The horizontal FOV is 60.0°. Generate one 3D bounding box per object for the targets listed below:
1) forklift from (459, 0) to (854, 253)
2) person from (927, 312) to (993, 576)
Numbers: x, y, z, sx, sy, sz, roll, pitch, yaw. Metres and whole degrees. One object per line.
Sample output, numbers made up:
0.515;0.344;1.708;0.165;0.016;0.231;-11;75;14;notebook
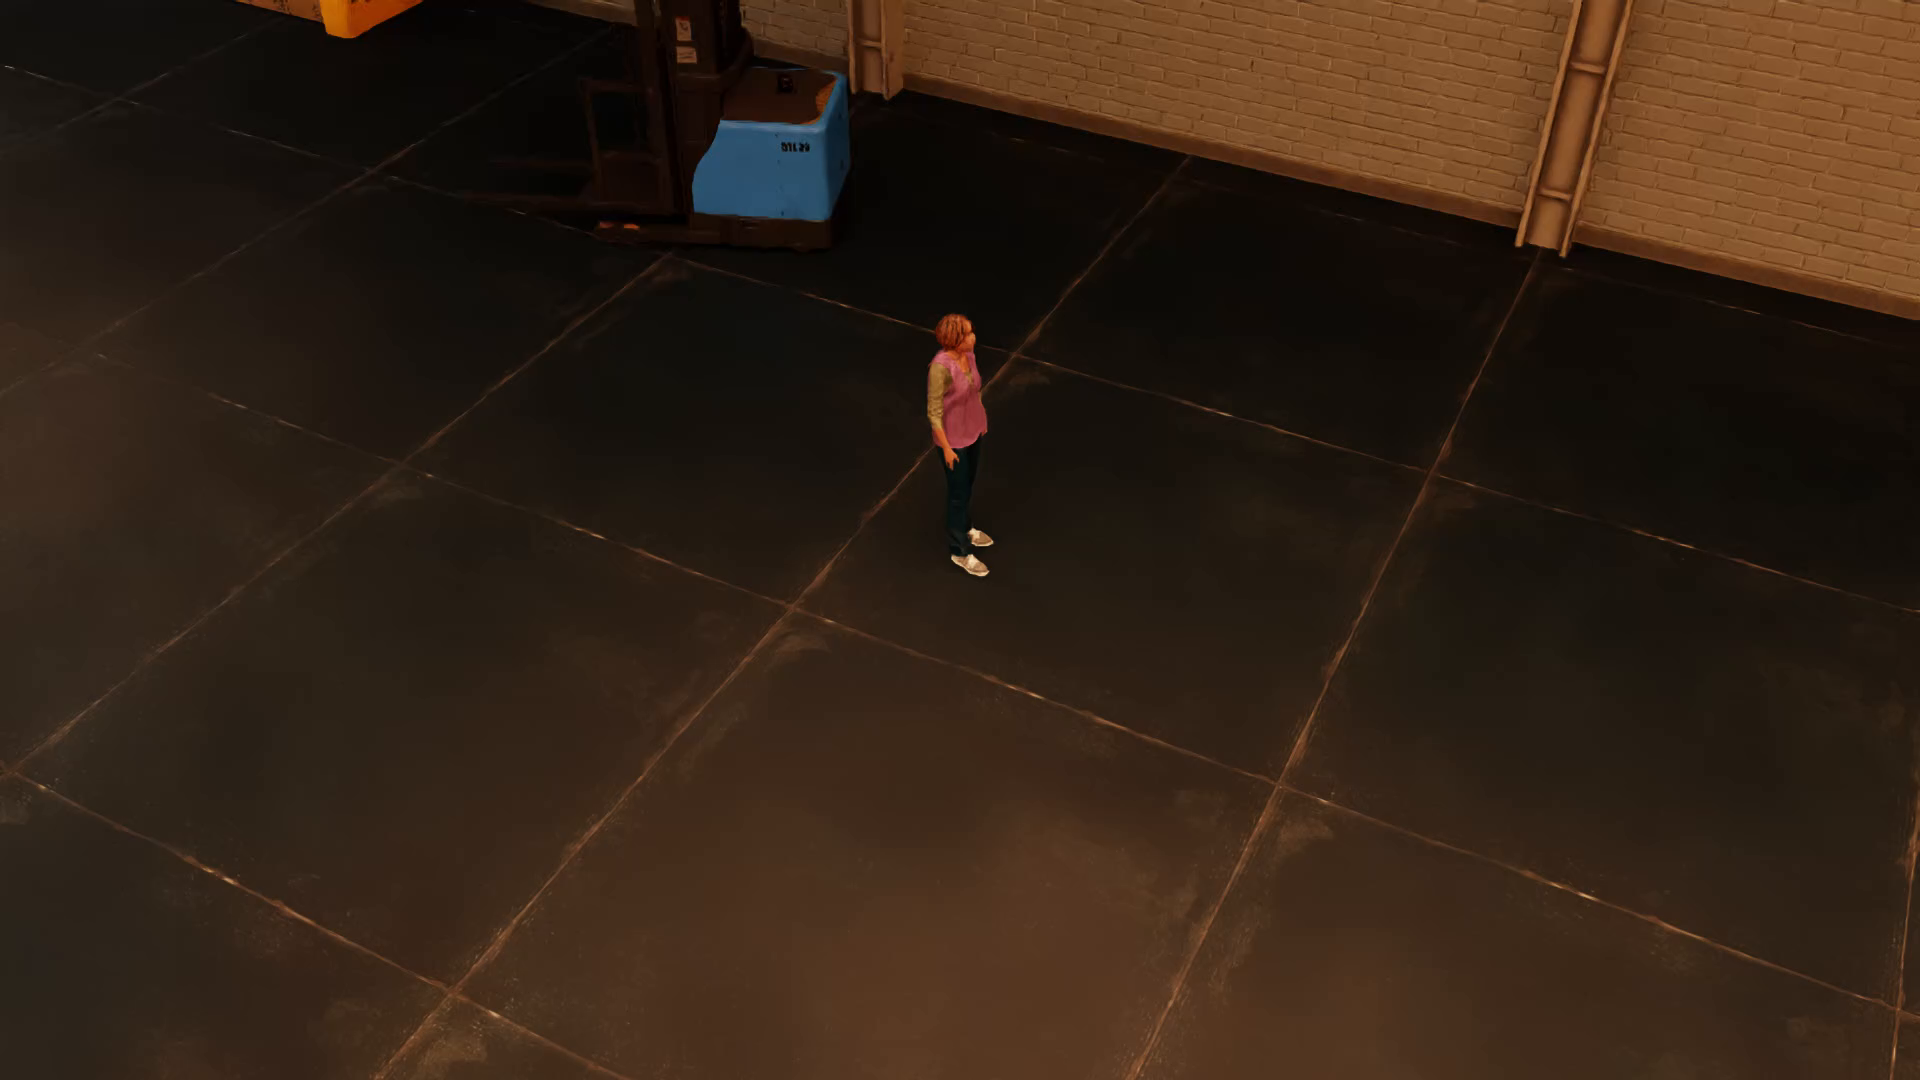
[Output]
-2.422;-3.760;12.451;3.031;2.935;1.130;5;40;6;forklift
0.059;-0.586;9.707;0.474;1.597;0.520;18;43;21;person
